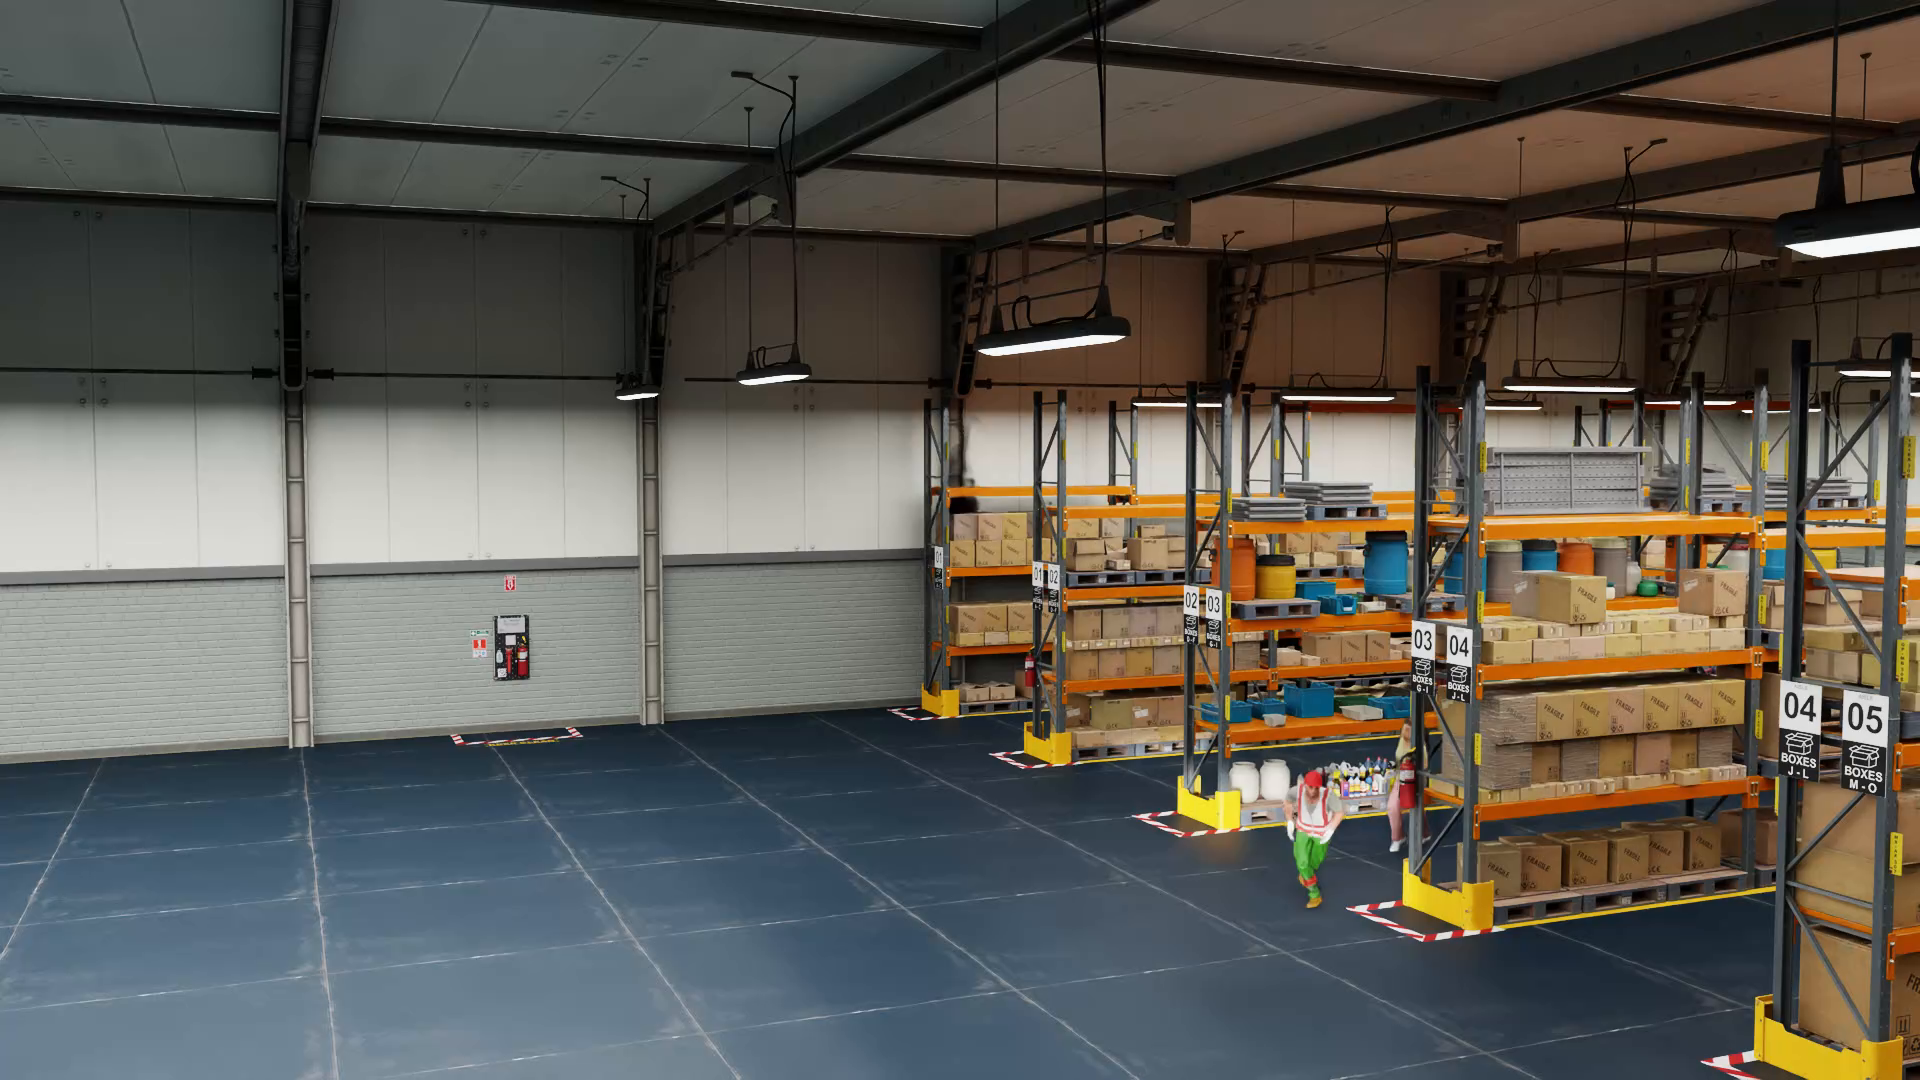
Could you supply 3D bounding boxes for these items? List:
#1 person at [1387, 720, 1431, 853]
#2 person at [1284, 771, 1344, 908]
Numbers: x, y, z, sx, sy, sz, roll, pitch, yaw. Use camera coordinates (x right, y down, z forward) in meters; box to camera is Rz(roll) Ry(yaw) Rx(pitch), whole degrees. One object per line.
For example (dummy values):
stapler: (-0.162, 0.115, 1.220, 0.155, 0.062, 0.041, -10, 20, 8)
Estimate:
person: (5.715, 3.107, 21.032, 0.514, 1.696, 0.798, 3, 5, 45)
person: (3.969, 3.291, 18.638, 0.659, 1.573, 1.152, 1, 3, 15)
